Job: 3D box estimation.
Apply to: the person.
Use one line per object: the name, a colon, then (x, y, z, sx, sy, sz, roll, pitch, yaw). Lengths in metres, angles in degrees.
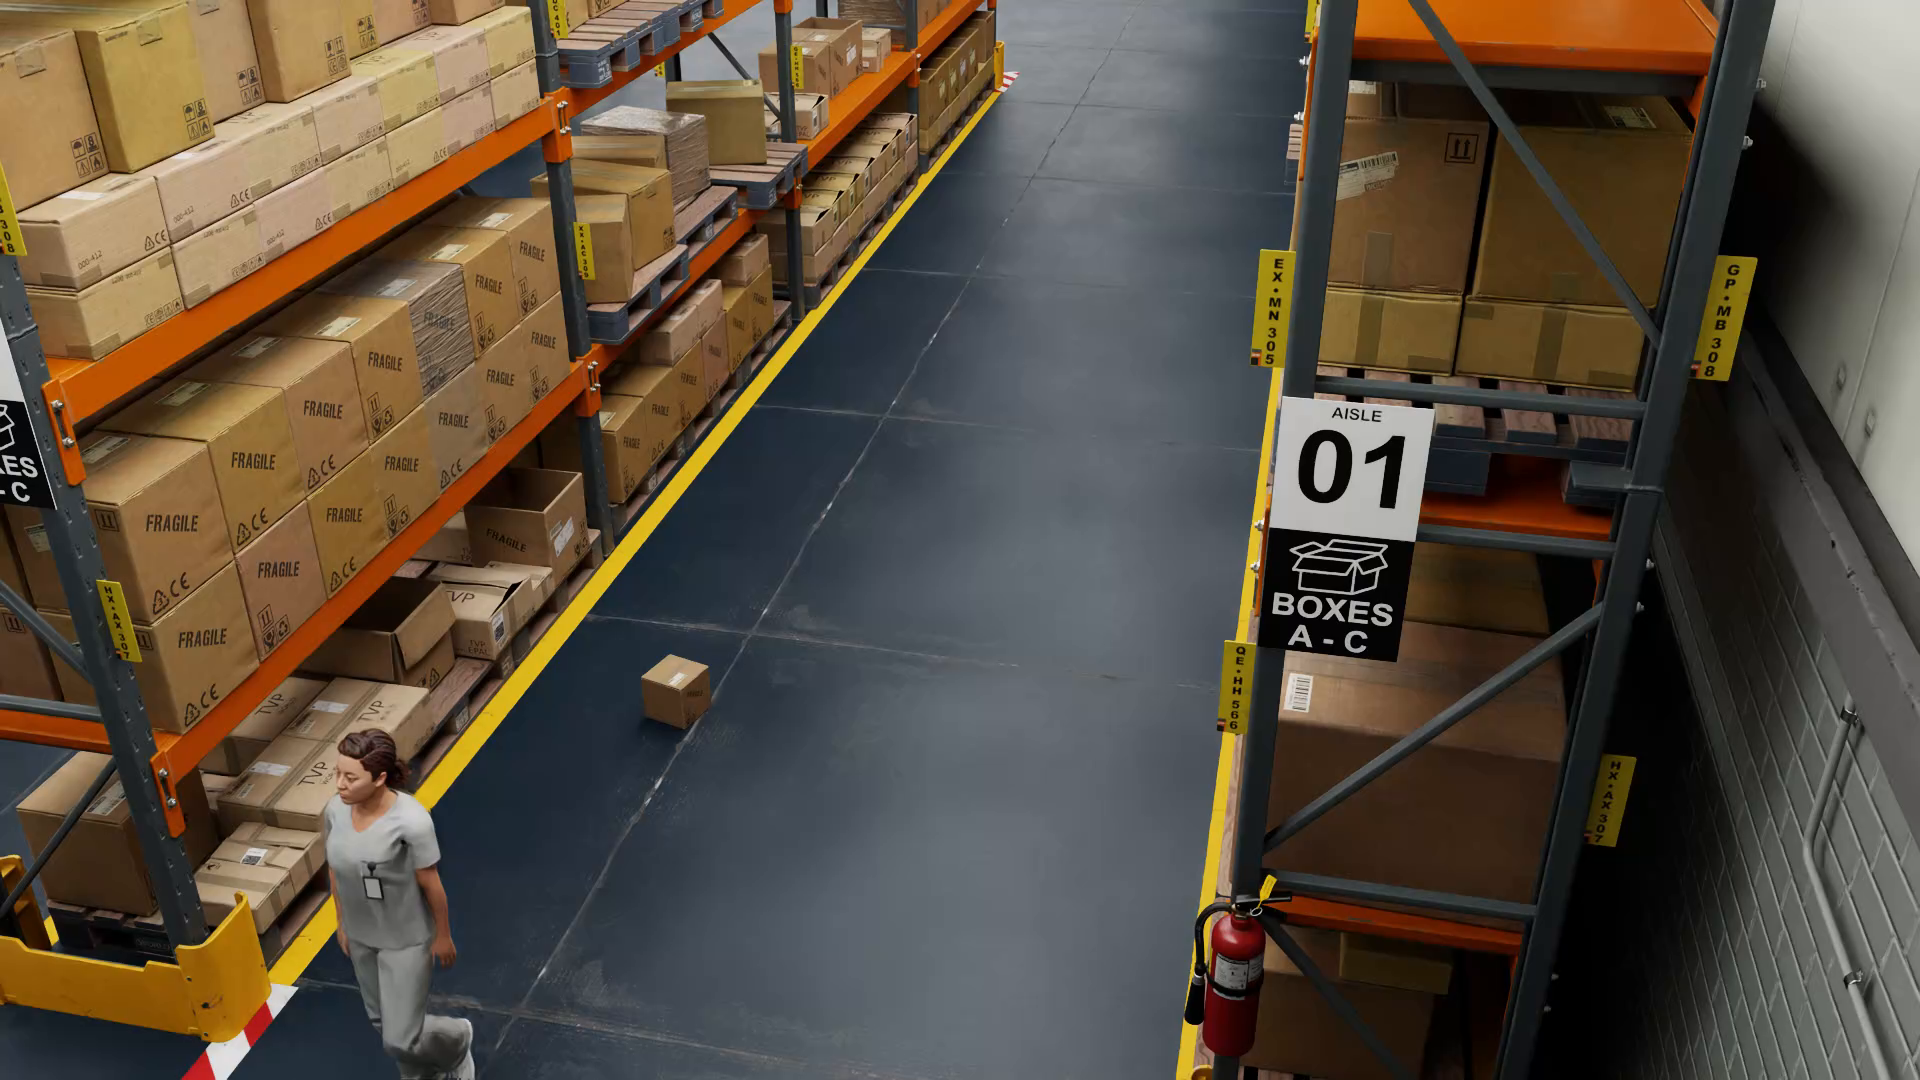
person: (-2.064, 1.422, 5.984, 0.466, 1.663, 0.466, 10, 31, 18)
